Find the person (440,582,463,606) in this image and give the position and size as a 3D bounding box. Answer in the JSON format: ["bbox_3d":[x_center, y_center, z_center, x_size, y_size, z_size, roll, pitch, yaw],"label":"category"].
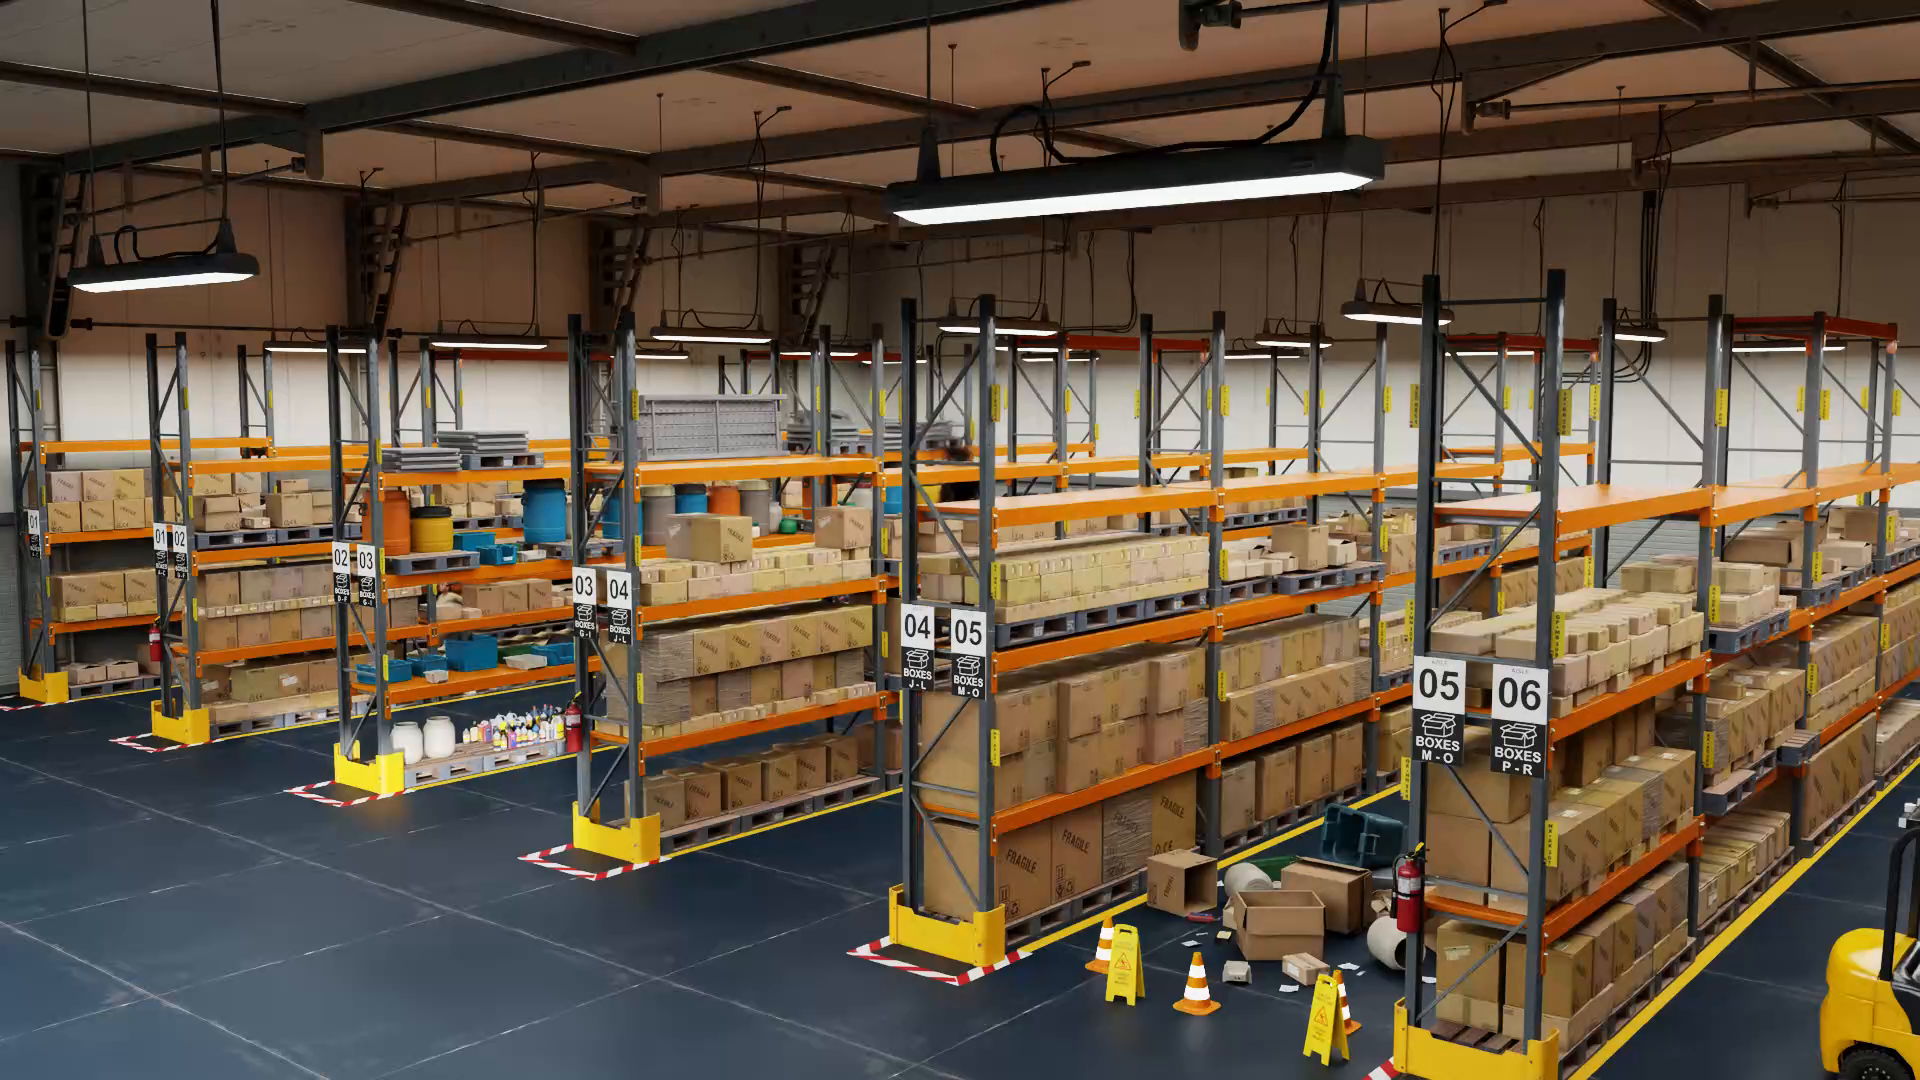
[{"bbox_3d":[-9.527,1.569,30.901,0.580,1.684,0.672,3,6,34],"label":"person"}]

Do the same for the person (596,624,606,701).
[{"bbox_3d":[-5.990,1.979,27.838,0.518,1.388,0.458,3,6,31],"label":"person"}]
